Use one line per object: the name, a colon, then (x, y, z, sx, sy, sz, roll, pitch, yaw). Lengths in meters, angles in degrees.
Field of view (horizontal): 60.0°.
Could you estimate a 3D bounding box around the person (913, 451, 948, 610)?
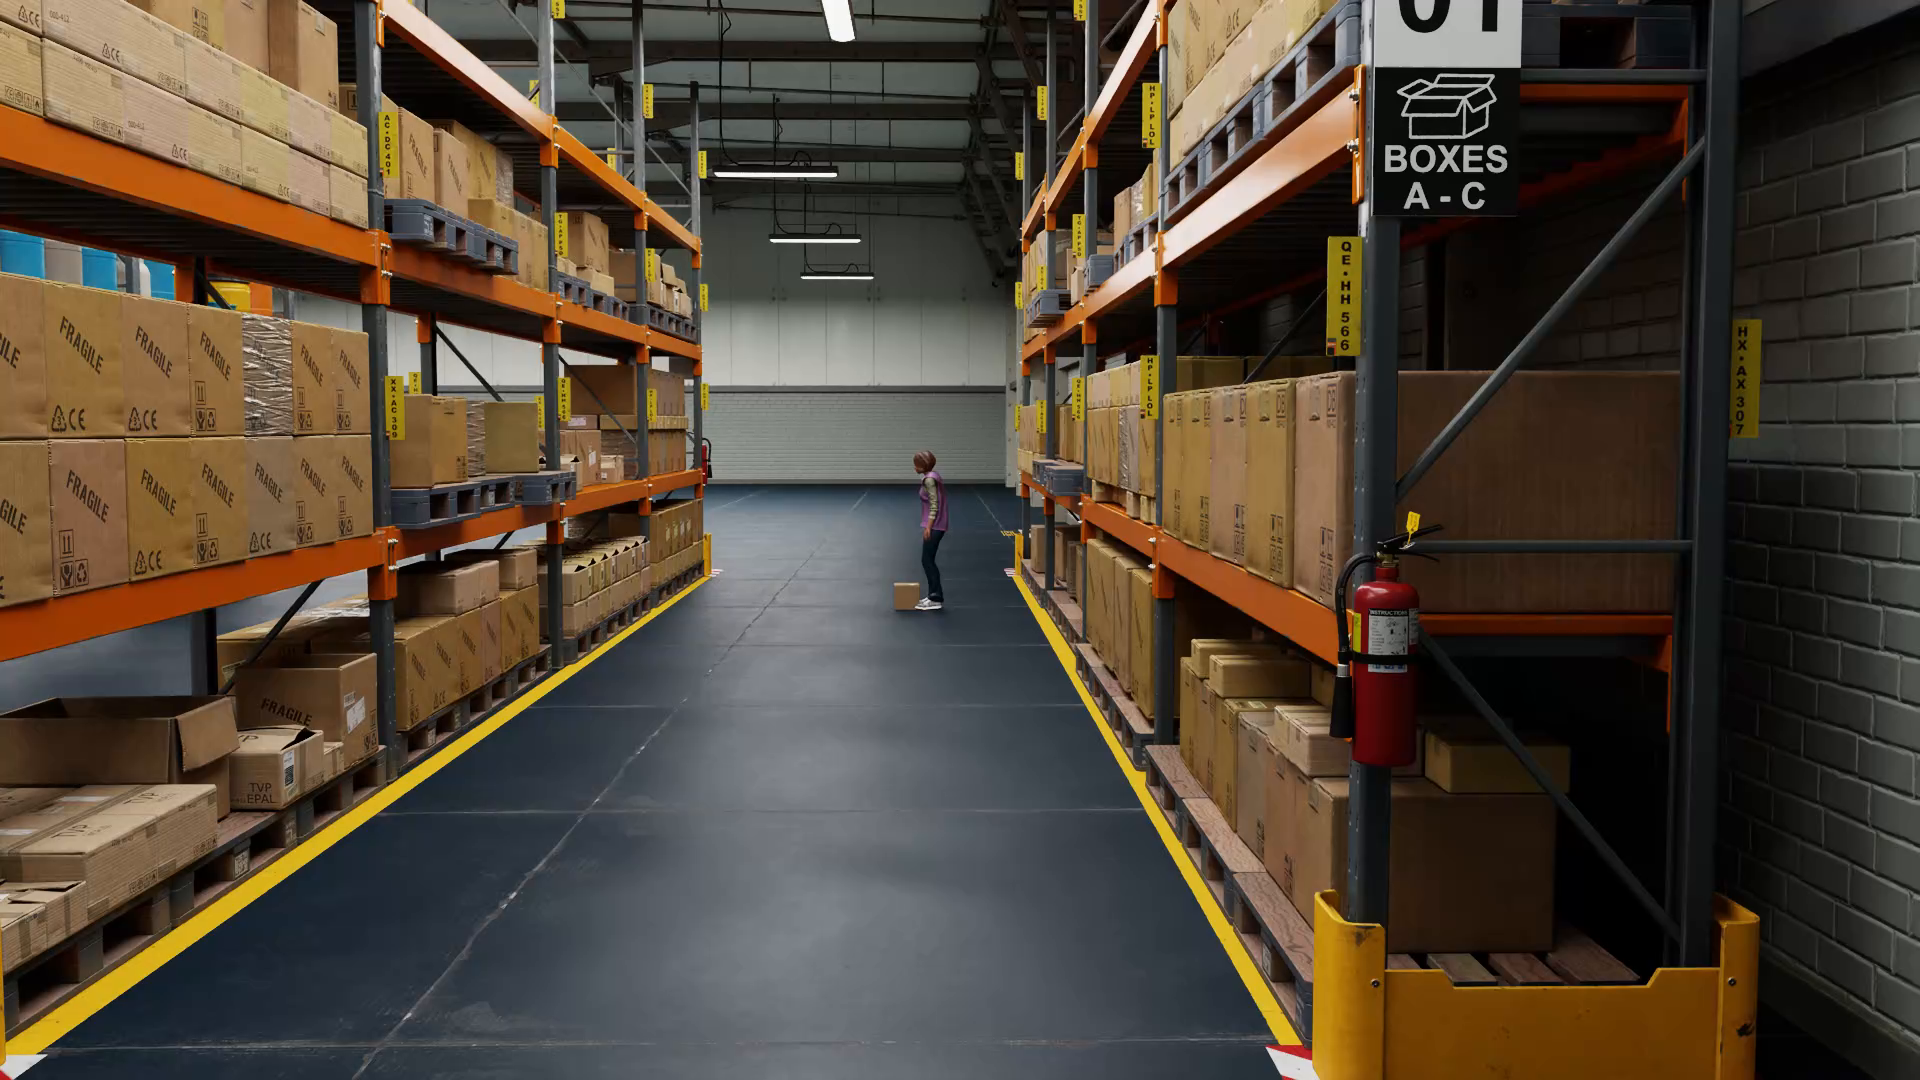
person: (-0.293, -0.103, 16.727, 0.347, 1.593, 0.459, 0, 4, -1)
